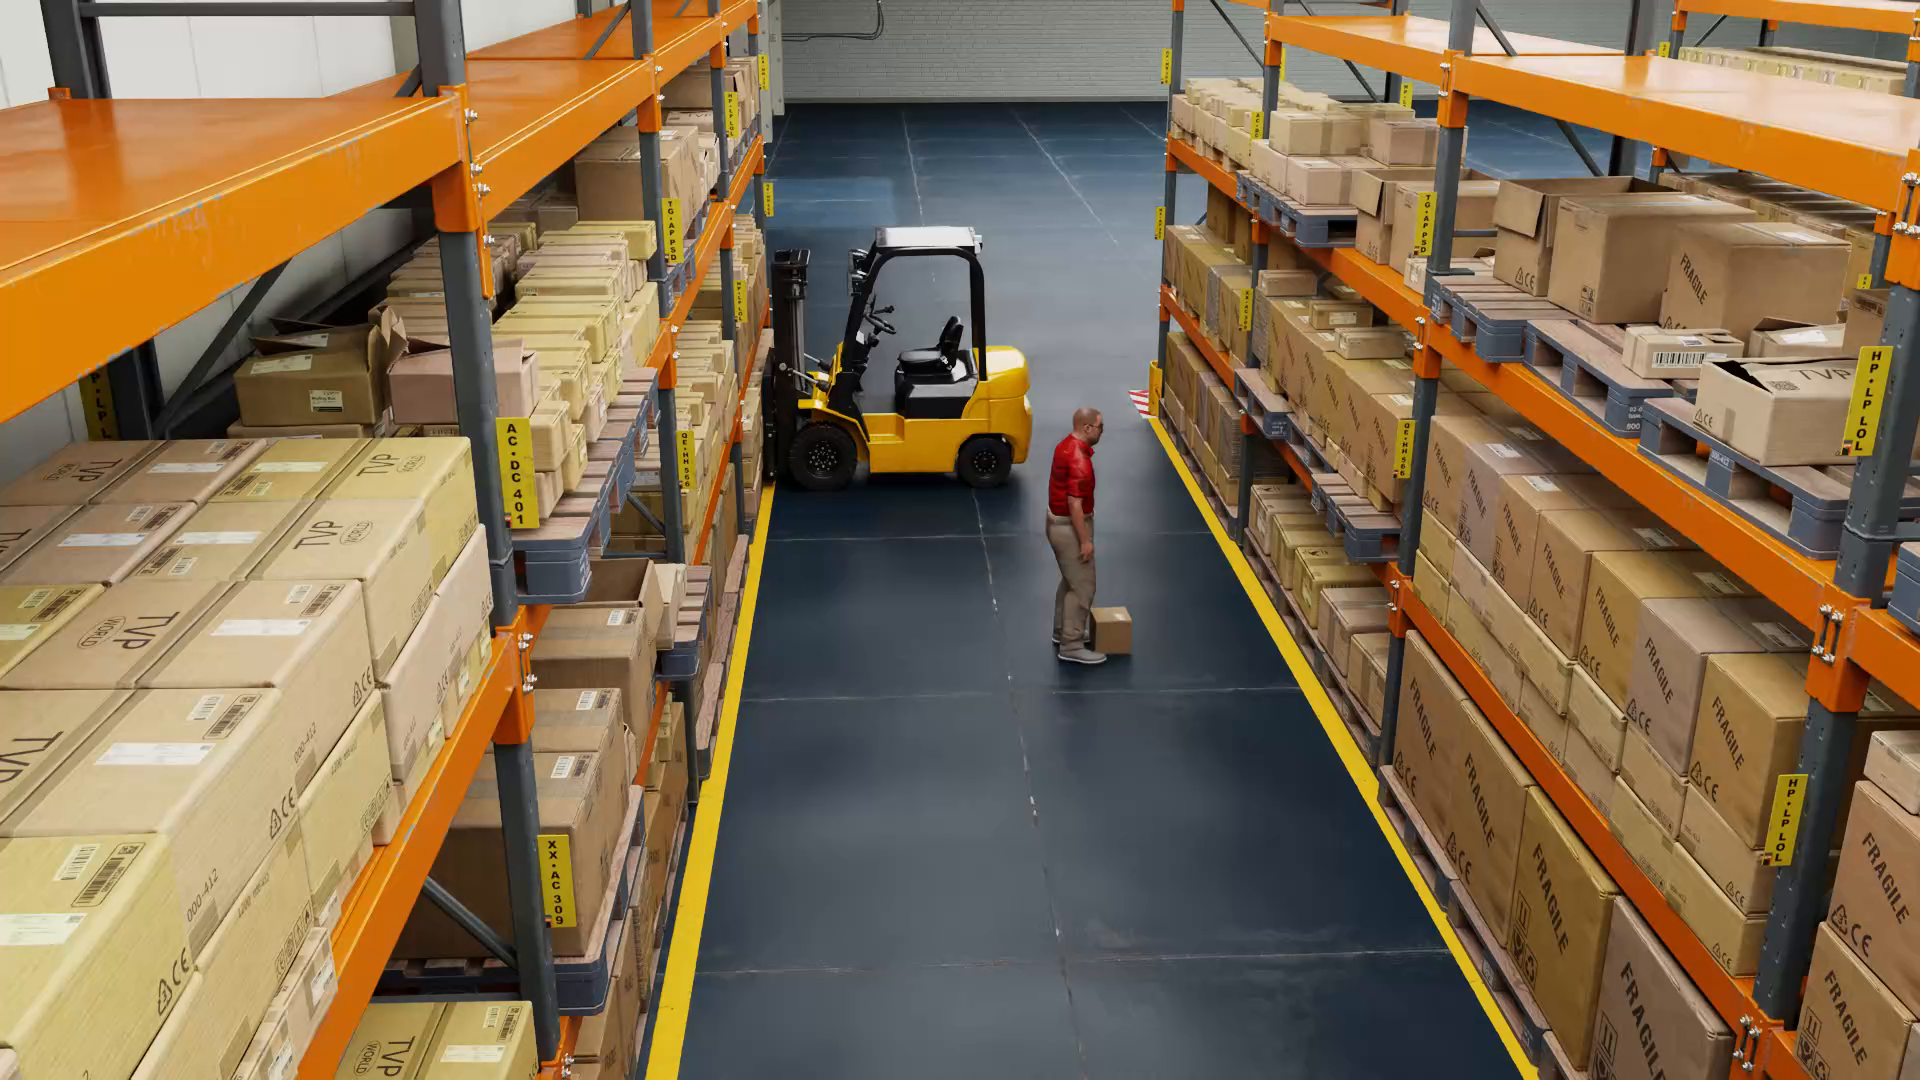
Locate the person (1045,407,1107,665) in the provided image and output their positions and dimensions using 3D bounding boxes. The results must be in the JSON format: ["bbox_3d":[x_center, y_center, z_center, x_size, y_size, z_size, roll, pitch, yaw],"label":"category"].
[{"bbox_3d":[0.785,-0.055,11.247,0.393,1.725,0.593,-2,20,-6],"label":"person"}]
